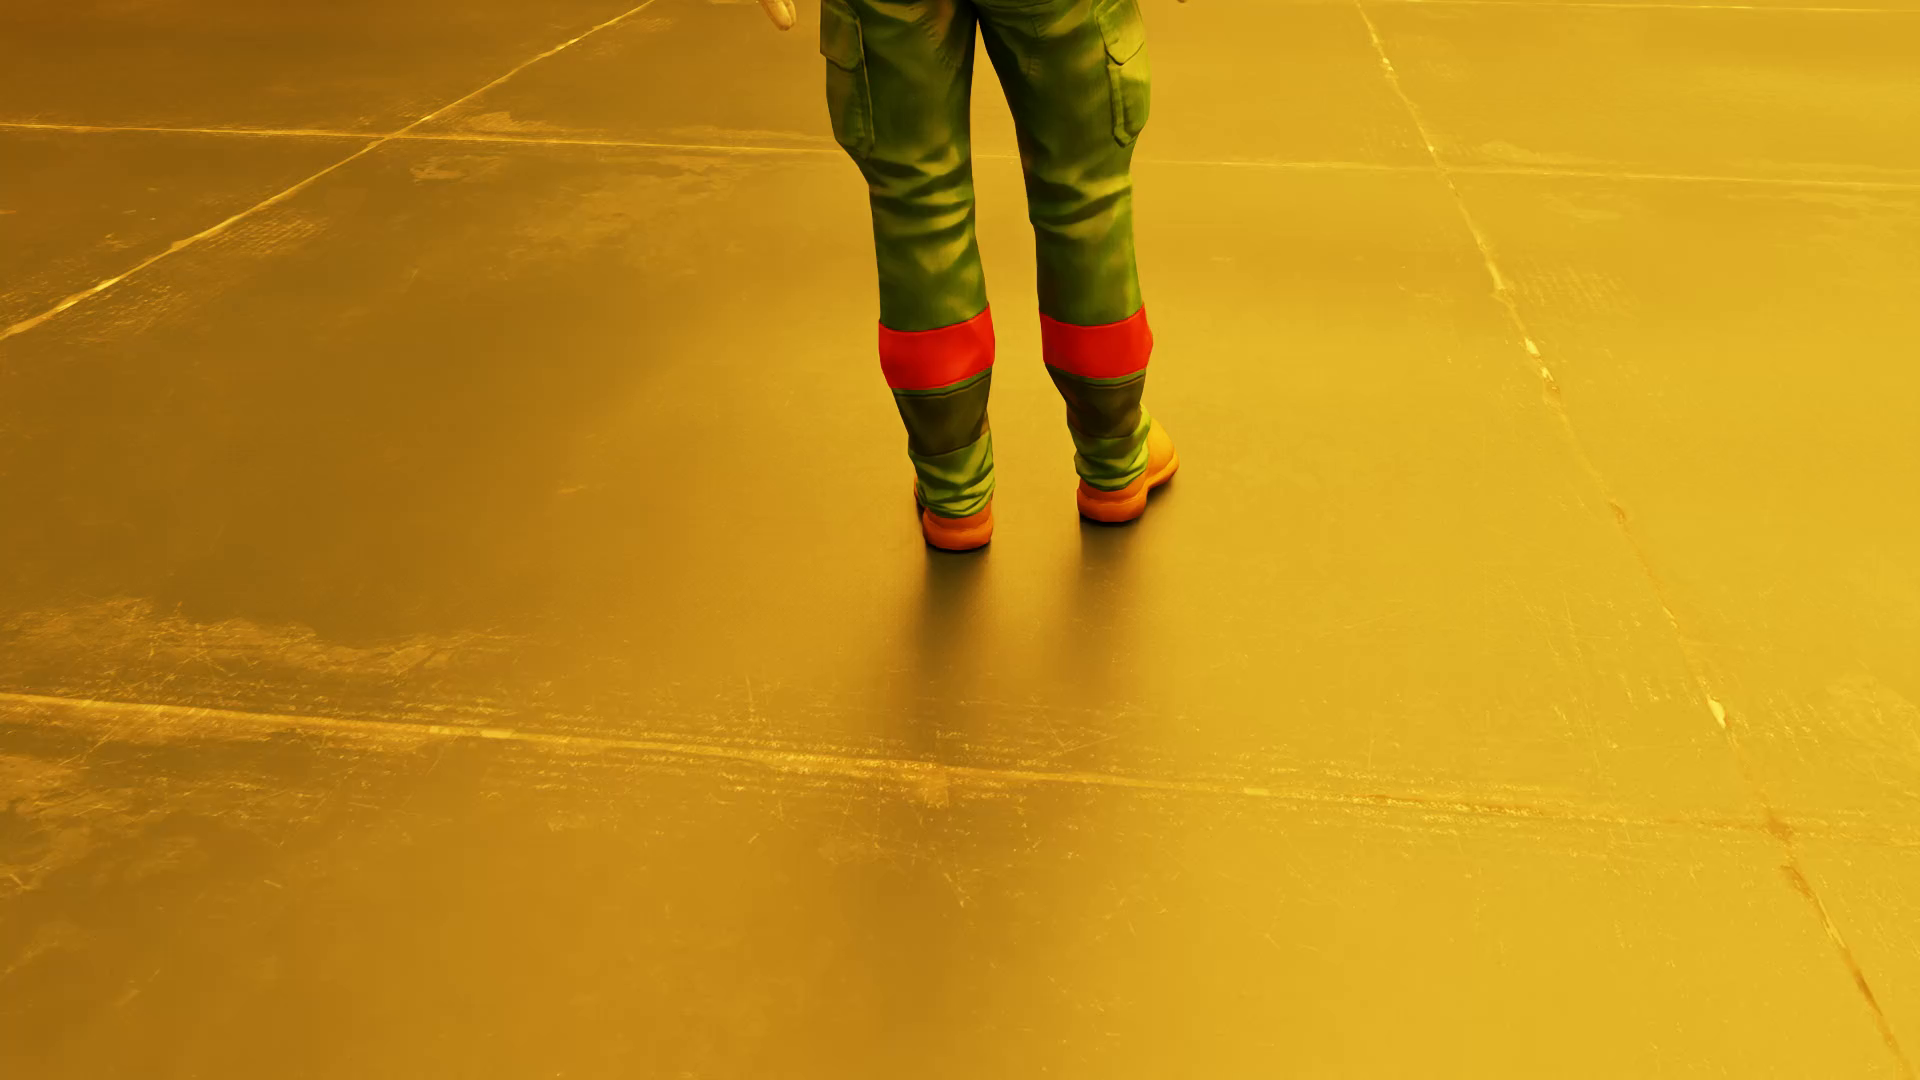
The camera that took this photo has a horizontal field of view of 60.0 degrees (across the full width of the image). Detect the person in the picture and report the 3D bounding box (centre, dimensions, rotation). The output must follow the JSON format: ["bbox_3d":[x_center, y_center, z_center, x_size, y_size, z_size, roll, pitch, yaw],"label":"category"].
[{"bbox_3d":[0.023,-0.842,2.167,0.638,1.788,0.563,3,27,7],"label":"person"}]
